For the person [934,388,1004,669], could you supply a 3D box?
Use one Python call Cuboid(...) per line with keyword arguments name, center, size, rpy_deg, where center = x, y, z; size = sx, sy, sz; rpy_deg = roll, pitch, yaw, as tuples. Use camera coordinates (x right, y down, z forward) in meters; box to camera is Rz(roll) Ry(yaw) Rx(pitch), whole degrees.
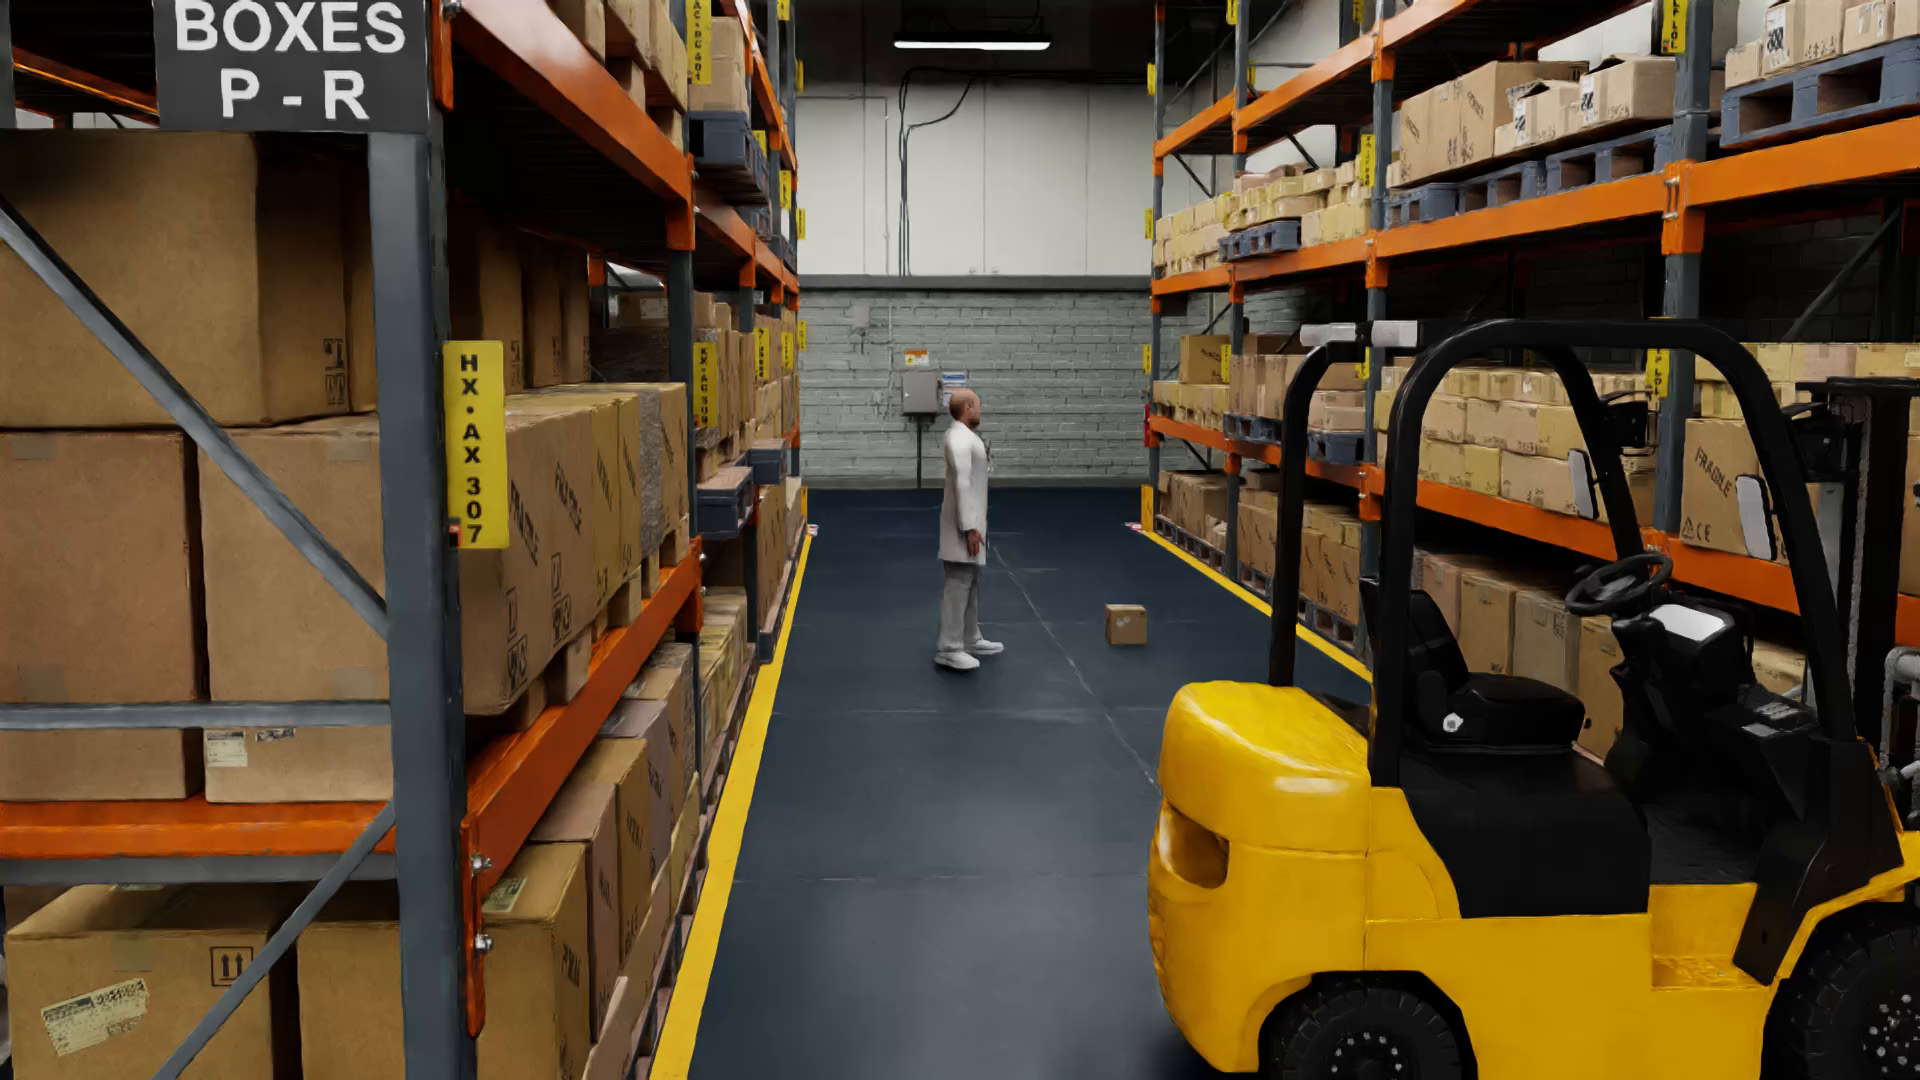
Cuboid(name="person", center=(0.063, -0.040, 10.828), size=(0.462, 1.670, 0.681), rpy_deg=(0, 7, 0))
